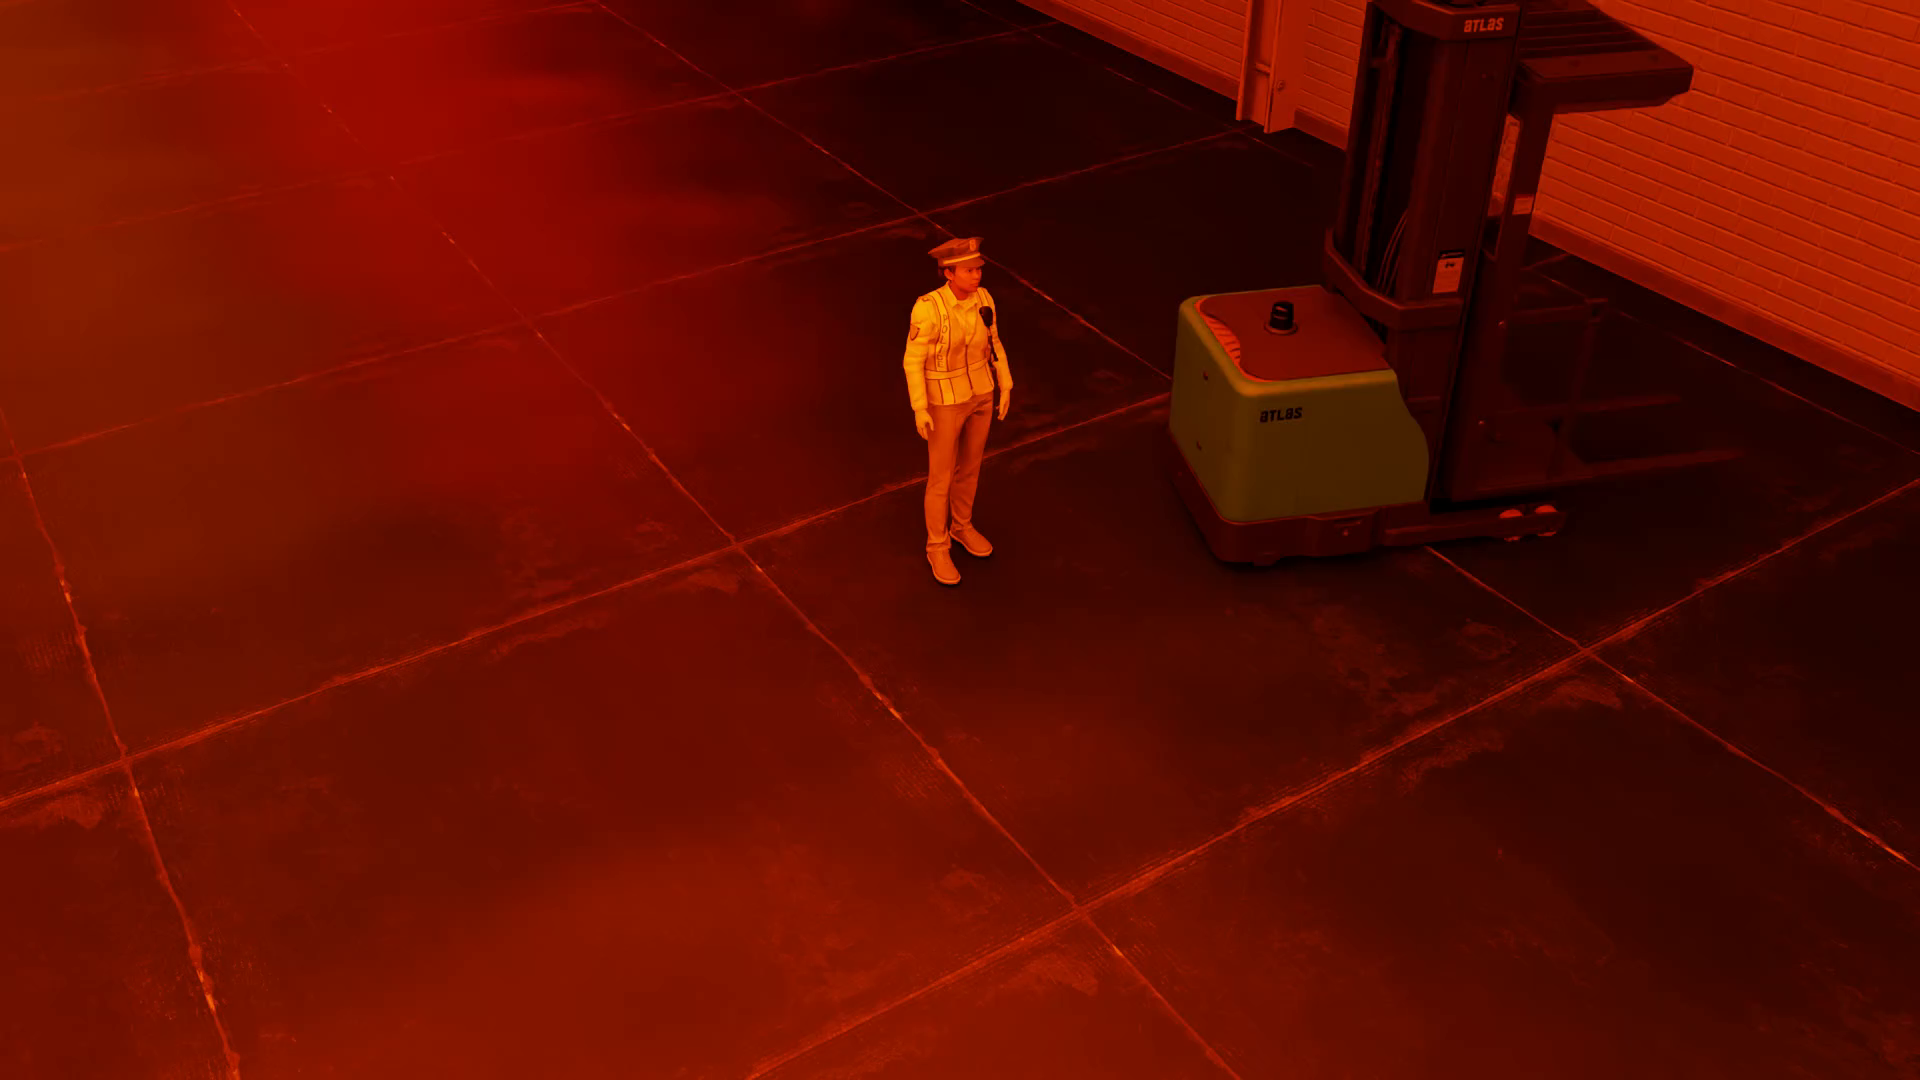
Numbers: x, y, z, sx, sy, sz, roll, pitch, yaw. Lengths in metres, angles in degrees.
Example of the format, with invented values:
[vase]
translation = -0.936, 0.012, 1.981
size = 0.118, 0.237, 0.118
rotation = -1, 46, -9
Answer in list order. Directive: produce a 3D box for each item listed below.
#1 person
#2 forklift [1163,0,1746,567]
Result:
[person]
translation = 0.031, -0.664, 8.156
size = 0.586, 1.694, 0.532
rotation = -21, 40, -27
[forklift]
translation = 2.690, -1.484, 8.260
size = 3.031, 2.935, 1.130
rotation = -7, 36, -10
